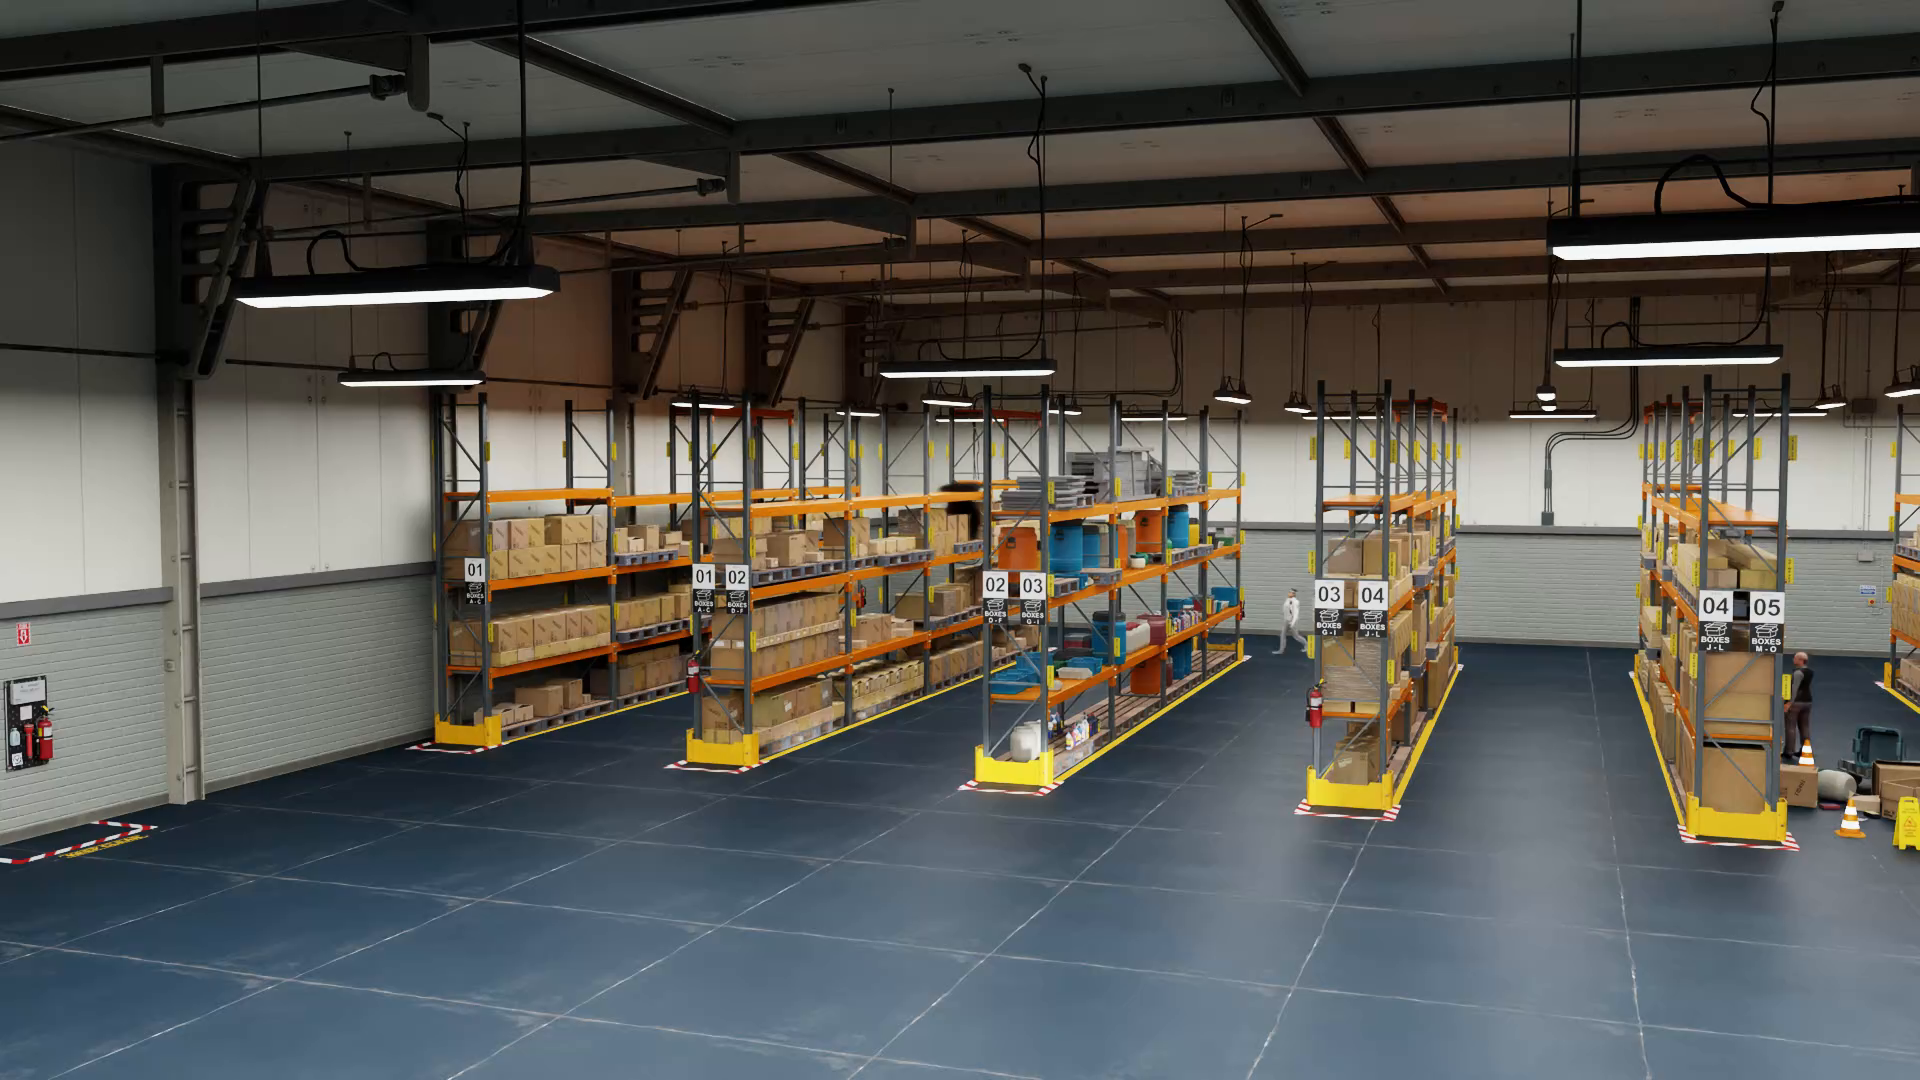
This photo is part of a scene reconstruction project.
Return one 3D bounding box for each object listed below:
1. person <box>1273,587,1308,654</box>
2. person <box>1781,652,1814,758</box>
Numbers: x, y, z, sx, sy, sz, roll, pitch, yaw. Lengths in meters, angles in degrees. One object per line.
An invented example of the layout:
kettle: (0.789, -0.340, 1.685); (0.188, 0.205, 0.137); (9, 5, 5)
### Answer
person: (8.173, 1.985, 40.970); (0.918, 1.653, 0.508); (-1, 3, -19)
person: (13.717, 2.706, 27.209); (0.578, 1.740, 0.400); (-1, 3, -18)
